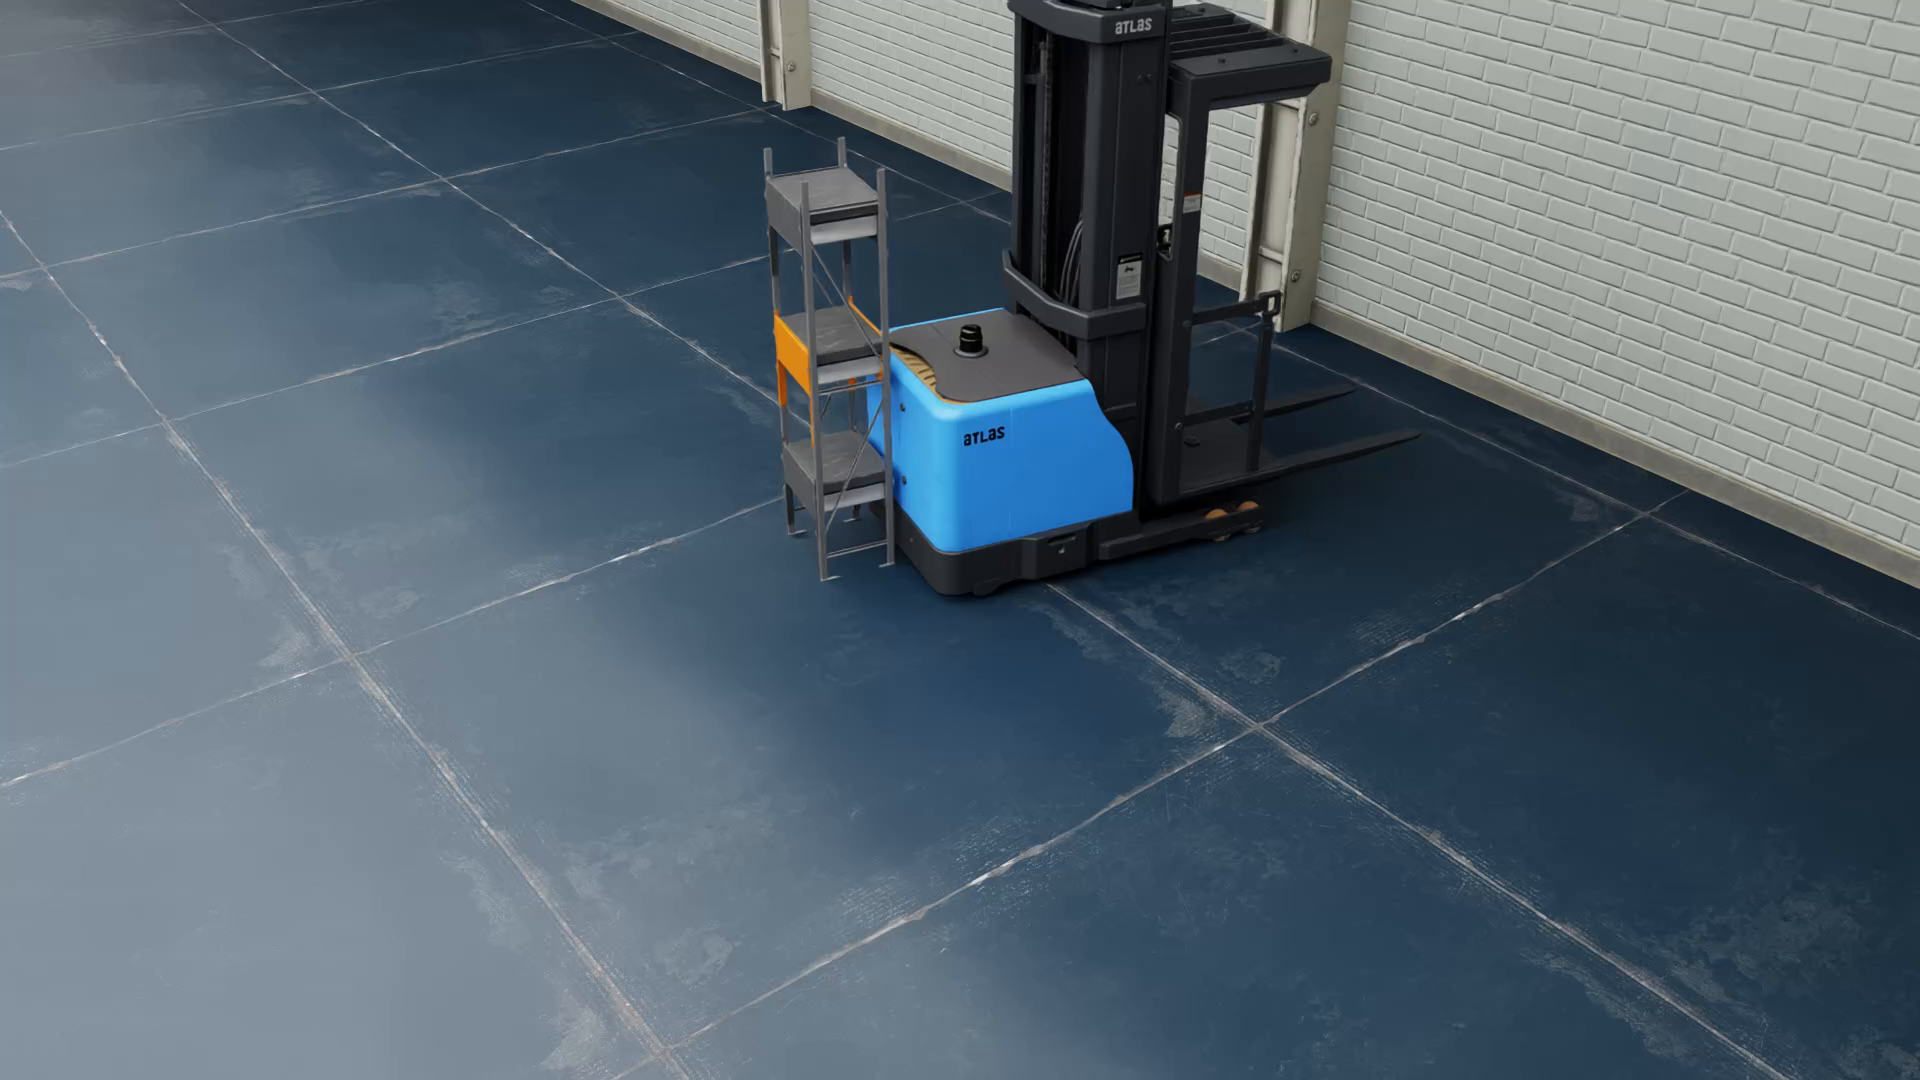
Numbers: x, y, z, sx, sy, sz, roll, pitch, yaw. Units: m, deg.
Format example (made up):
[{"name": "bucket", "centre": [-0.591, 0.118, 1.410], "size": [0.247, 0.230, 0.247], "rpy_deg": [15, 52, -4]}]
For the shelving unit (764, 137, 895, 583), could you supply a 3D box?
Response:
[{"name": "shelving unit", "centre": [-0.621, -0.840, 8.113], "size": [0.431, 2.100, 0.503], "rpy_deg": [-14, 34, -21]}]

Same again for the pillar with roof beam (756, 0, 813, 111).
[{"name": "pillar with roof beam", "centre": [-4.969, -6.424, 10.565], "size": [9.100, 9.000, 0.400], "rpy_deg": [-22, 38, -31]}]

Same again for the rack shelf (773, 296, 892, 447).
[{"name": "rack shelf", "centre": [-0.621, -0.829, 8.120], "size": [0.431, 0.518, 0.480], "rpy_deg": [-14, 34, -21]}]

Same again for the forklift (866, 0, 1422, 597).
[{"name": "forklift", "centre": [1.068, -1.478, 8.352], "size": [3.031, 2.935, 1.130], "rpy_deg": [-14, 34, -21]}]

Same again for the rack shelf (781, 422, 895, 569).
[{"name": "rack shelf", "centre": [-0.621, -0.234, 8.489], "size": [0.431, 0.518, 0.480], "rpy_deg": [-14, 34, -21]}]

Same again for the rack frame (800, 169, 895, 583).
[{"name": "rack frame", "centre": [-0.520, -0.723, 7.924], "size": [0.400, 2.100, 0.015], "rpy_deg": [-14, 34, -21]}]

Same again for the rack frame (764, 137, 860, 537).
[{"name": "rack frame", "centre": [-0.723, -0.957, 8.301], "size": [0.400, 2.100, 0.015], "rpy_deg": [-14, 34, -21]}]

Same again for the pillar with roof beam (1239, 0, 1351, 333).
[{"name": "pillar with roof beam", "centre": [-1.290, -3.924, 6.539], "size": [9.100, 9.000, 0.400], "rpy_deg": [-22, 38, -31]}]

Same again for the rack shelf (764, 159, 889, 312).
[{"name": "rack shelf", "centre": [-0.621, -1.423, 7.751], "size": [0.431, 0.518, 0.480], "rpy_deg": [-14, 34, -21]}]
